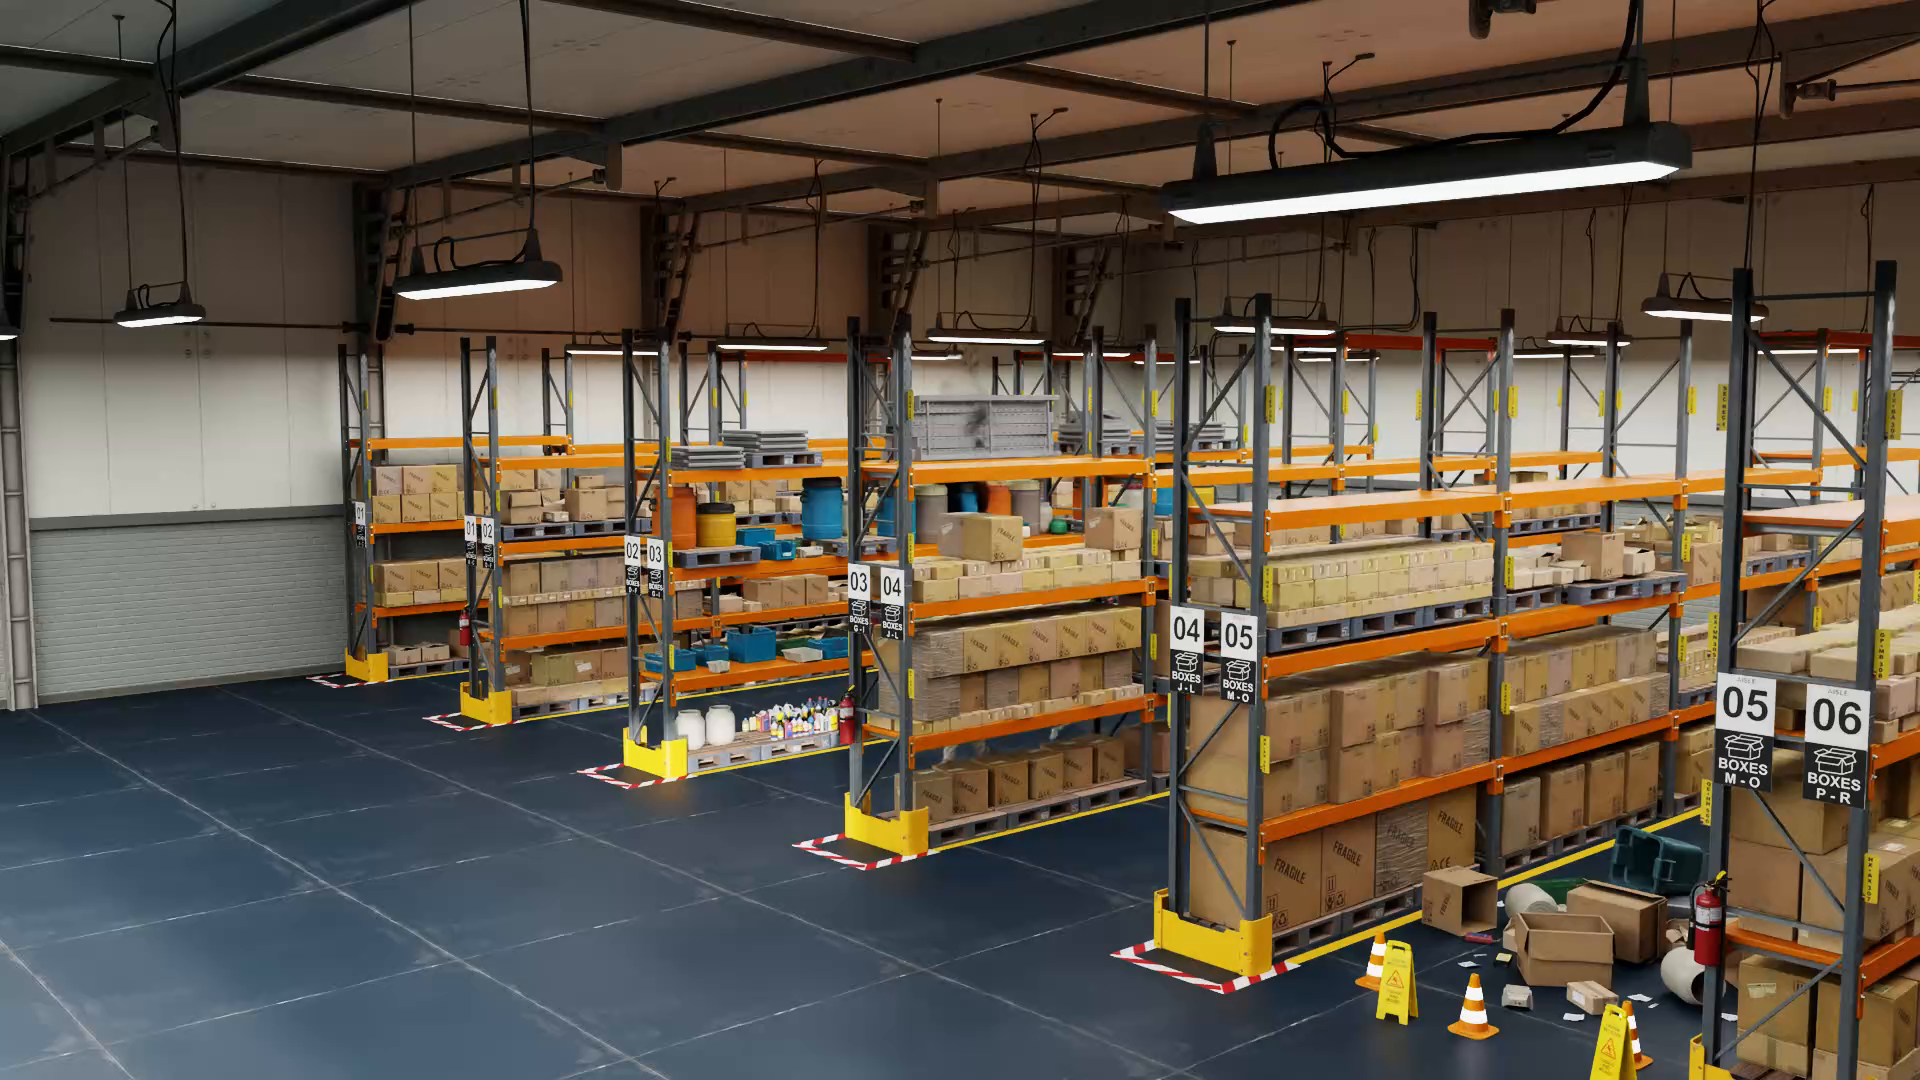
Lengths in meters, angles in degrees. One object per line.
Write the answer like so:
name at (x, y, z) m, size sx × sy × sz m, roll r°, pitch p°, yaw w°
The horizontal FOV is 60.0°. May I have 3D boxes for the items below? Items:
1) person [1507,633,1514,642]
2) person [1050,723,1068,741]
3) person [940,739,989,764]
person at (7.994, 2.176, 24.374) m, size 0.589 × 1.627 × 0.590 m, roll 5°, pitch 7°, yaw 44°
person at (1.340, 1.946, 23.696) m, size 0.556 × 1.763 × 0.690 m, roll 4°, pitch 7°, yaw 39°
person at (-0.016, 2.083, 21.513) m, size 0.794 × 1.807 × 0.676 m, roll -5°, pitch 7°, yaw -44°
